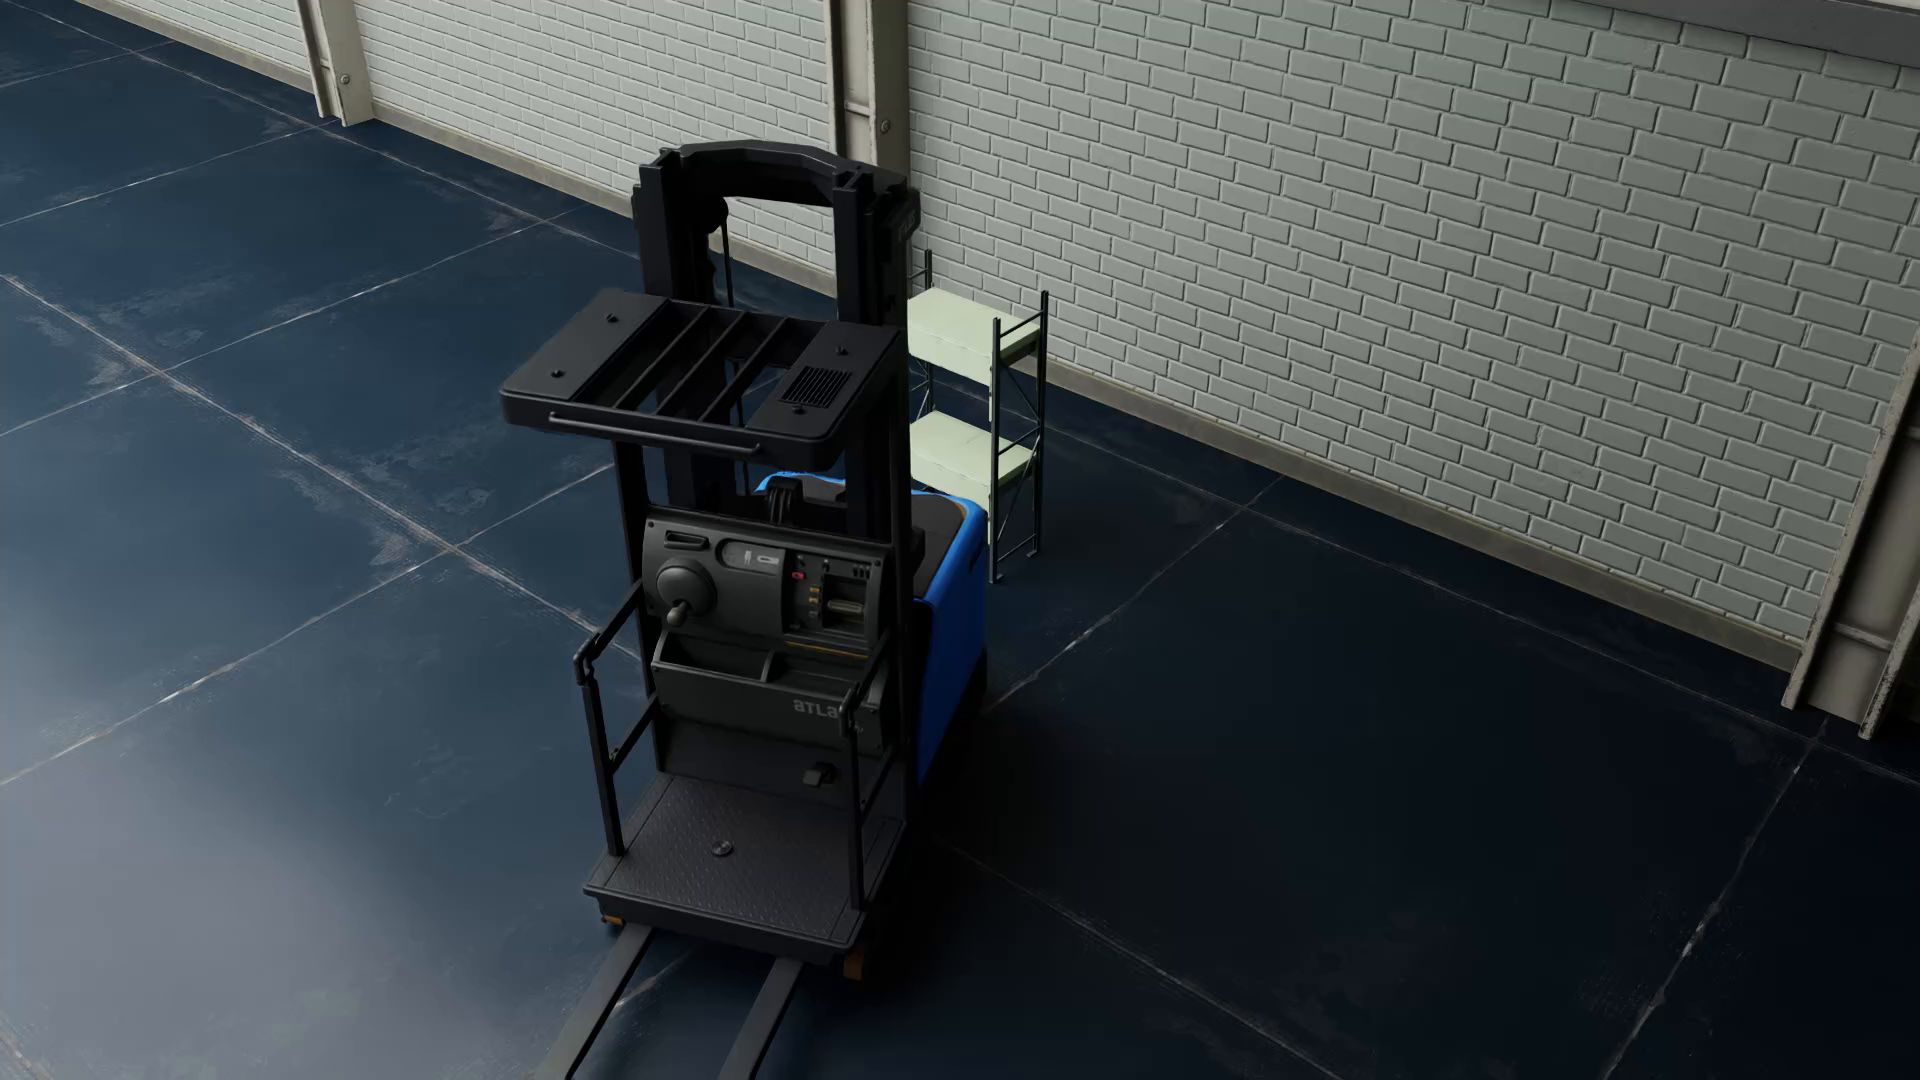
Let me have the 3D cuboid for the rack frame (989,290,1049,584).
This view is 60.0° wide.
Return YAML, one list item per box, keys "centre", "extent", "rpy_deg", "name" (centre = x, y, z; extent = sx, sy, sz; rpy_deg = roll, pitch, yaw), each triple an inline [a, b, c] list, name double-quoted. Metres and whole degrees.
- centre: [0.286, -0.483, 8.211]
  extent: [0.023, 1.500, 0.400]
  rpy_deg: [25, 42, 32]
  name: "rack frame"

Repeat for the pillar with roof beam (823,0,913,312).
- centre: [-3.306, -3.240, 5.600]
  extent: [0.400, 9.000, 9.100]
  rpy_deg: [25, 42, 32]
  name: "pillar with roof beam"

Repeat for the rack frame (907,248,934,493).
- centre: [-0.276, -0.748, 8.597]
  extent: [0.023, 1.500, 0.400]
  rpy_deg: [25, 42, 32]
  name: "rack frame"

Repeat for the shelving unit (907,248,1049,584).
- centre: [0.005, -0.616, 8.404]
  extent: [0.755, 1.500, 0.431]
  rpy_deg: [25, 42, 32]
  name: "shelving unit"

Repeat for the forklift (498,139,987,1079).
- centre: [-0.783, 0.228, 5.911]
  extent: [1.130, 2.935, 3.031]
  rpy_deg: [9, 36, 13]
  name: "forklift"

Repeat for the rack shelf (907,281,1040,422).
- centre: [0.005, -0.938, 8.183]
  extent: [0.720, 0.370, 0.431]
  rpy_deg: [25, 42, 32]
  name: "rack shelf"

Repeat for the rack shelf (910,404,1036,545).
- centre: [0.005, -0.347, 8.589]
  extent: [0.720, 0.370, 0.431]
  rpy_deg: [25, 42, 32]
  name: "rack shelf"

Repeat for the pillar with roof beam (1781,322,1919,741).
- centre: [1.305, -1.066, 2.436]
  extent: [0.400, 9.000, 9.100]
  rpy_deg: [25, 42, 32]
  name: "pillar with roof beam"

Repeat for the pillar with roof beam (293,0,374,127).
- centre: [-7.918, -5.413, 8.765]
  extent: [0.400, 9.000, 9.100]
  rpy_deg: [25, 42, 32]
  name: "pillar with roof beam"
